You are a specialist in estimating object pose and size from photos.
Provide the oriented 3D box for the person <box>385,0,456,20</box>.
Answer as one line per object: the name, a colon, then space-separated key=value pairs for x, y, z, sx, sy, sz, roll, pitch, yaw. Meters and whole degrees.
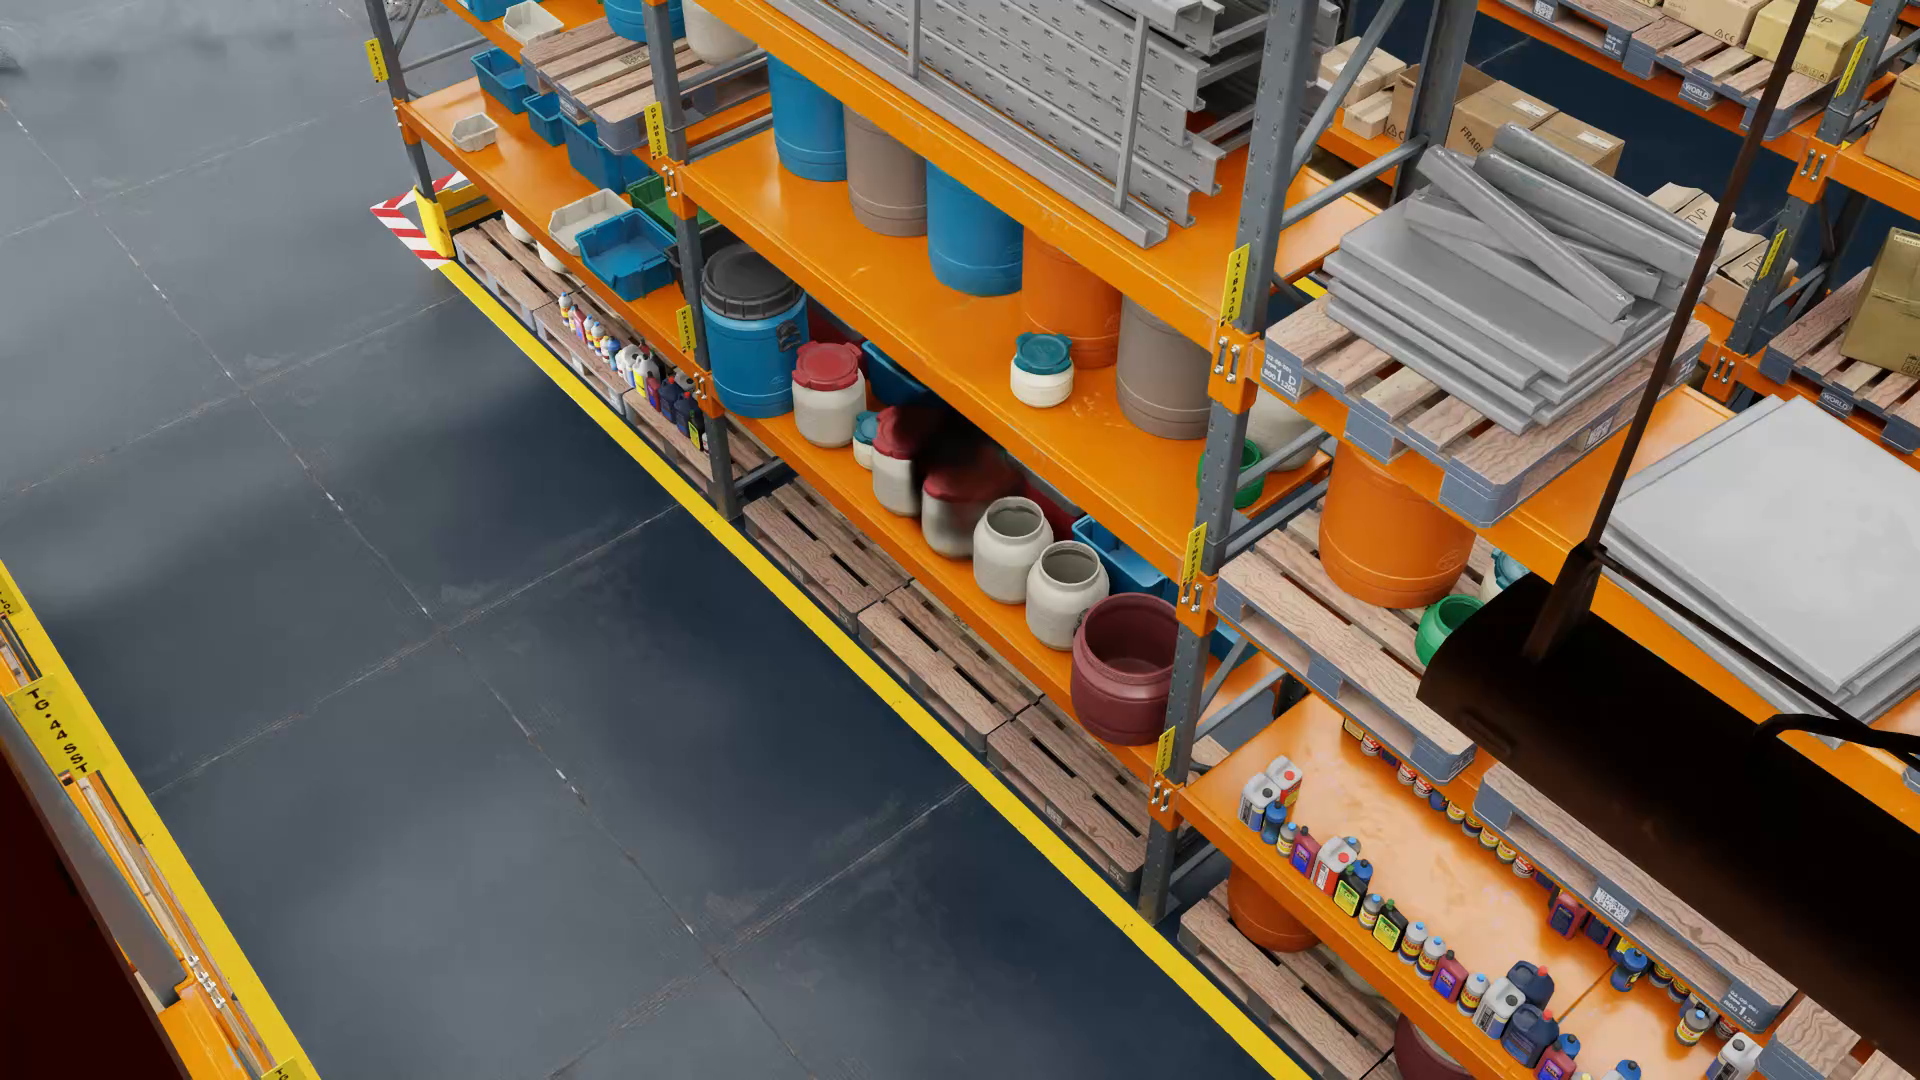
person: x=-4.999 y=-5.515 z=15.003 sx=0.915 sy=1.740 sz=0.645 roll=-11 pitch=47 yaw=-10
